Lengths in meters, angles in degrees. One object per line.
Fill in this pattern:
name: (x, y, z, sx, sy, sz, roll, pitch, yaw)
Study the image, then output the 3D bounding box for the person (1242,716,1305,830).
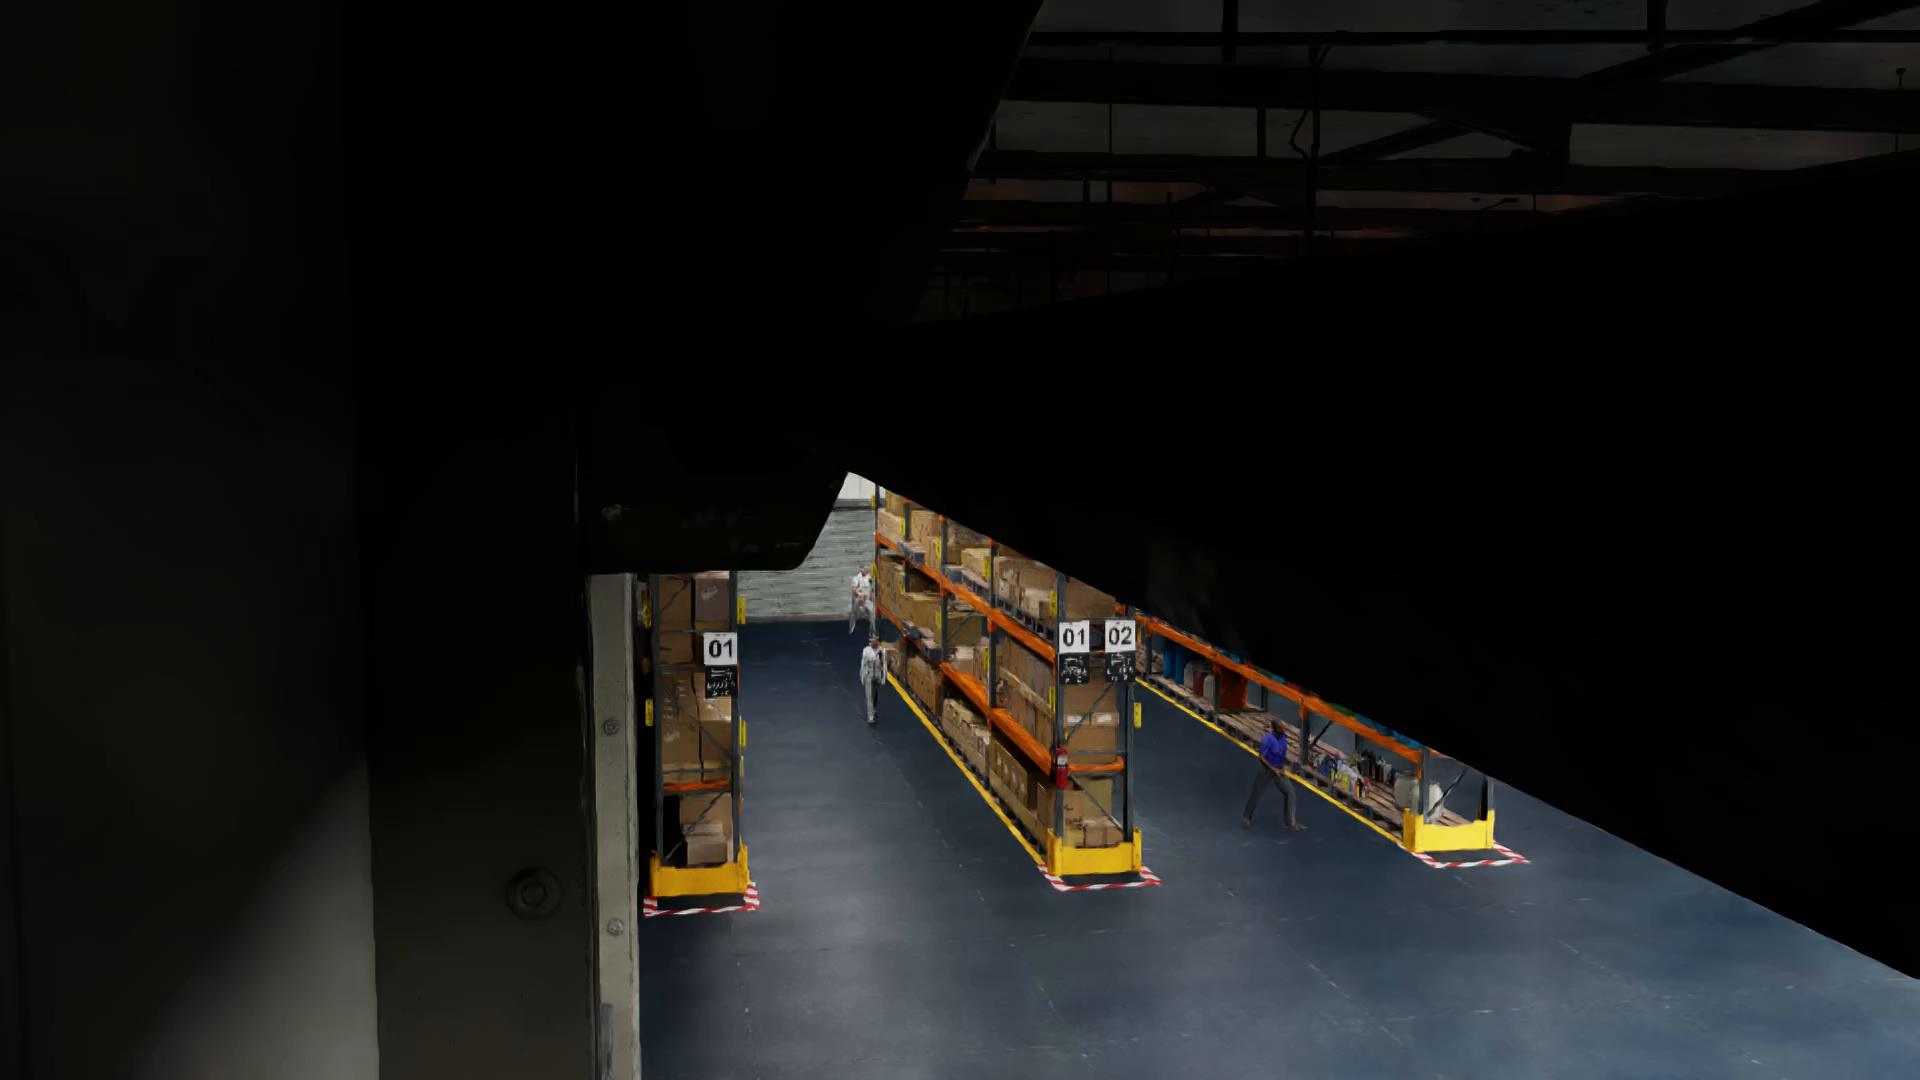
person: (4.300, 3.183, 22.909, 0.621, 1.591, 0.822, -3, 7, -28)

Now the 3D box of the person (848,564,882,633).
person: (-2.337, 1.398, 39.802, 0.686, 1.702, 0.788, -4, 7, -31)

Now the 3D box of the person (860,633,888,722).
person: (-1.540, 2.444, 30.017, 0.488, 1.584, 1.089, -1, 6, -13)
